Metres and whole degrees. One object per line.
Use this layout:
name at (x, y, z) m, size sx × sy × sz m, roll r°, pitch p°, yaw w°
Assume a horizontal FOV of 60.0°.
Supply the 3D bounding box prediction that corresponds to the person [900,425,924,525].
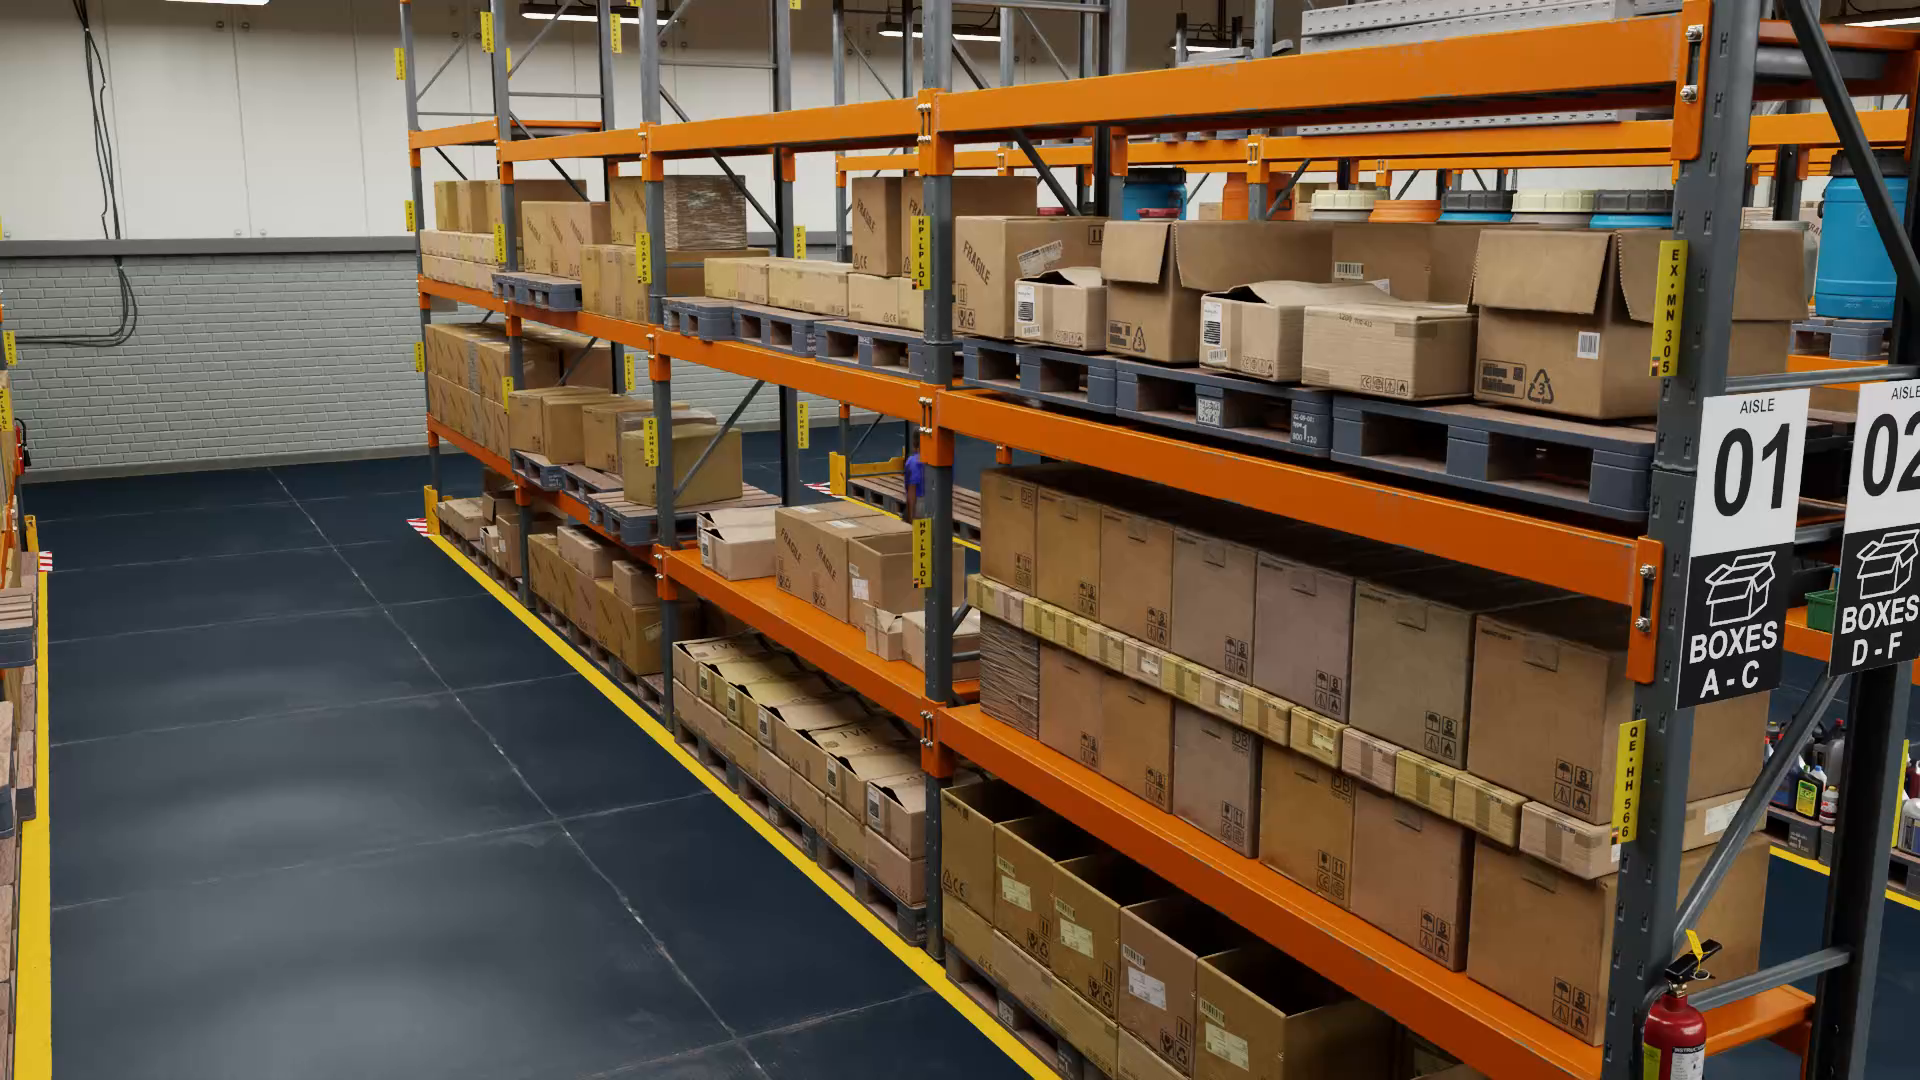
person at (-0.388, -0.266, 15.177) m, size 0.497 × 1.608 × 0.937 m, roll -8°, pitch 14°, yaw -35°
